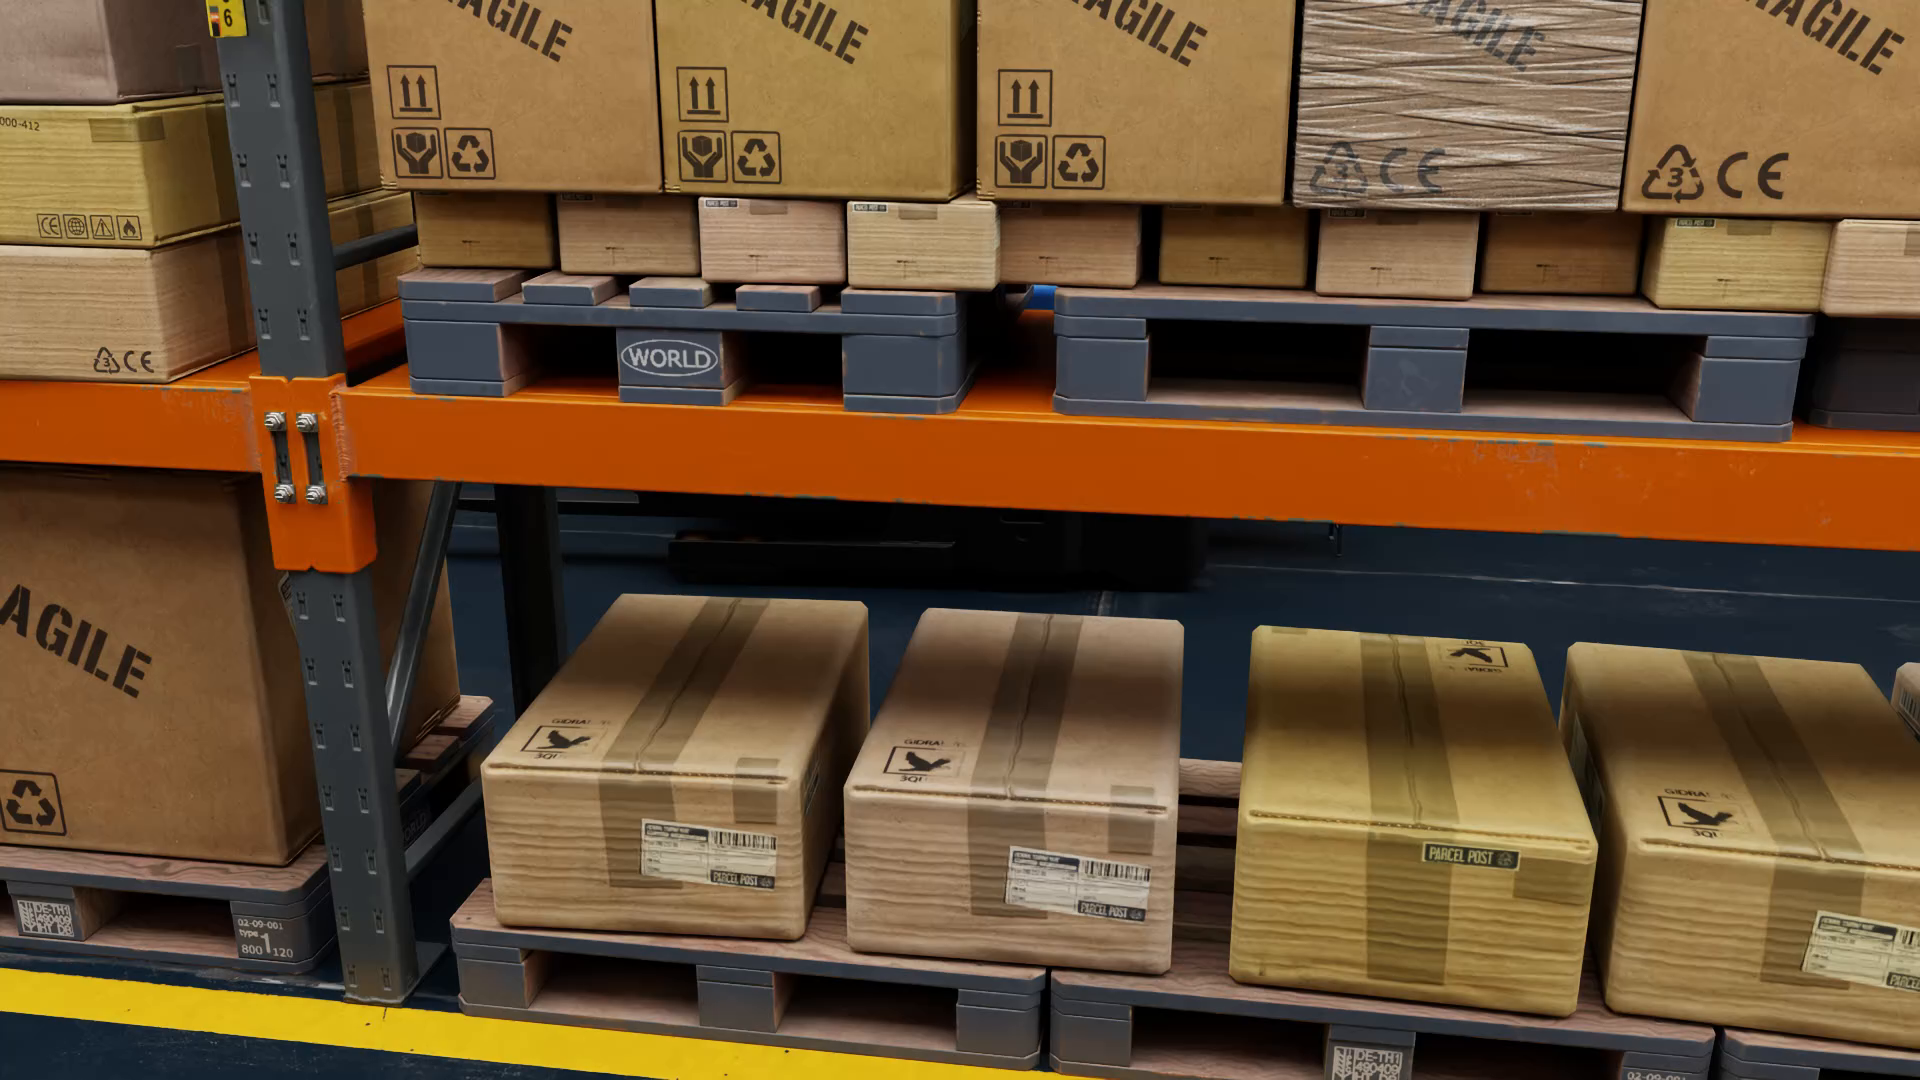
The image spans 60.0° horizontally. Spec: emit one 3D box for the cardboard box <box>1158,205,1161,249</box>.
[{"bbox_3d":[0.510,-0.689,3.368,0.250,0.149,0.380,3,19,9],"label":"cardboard box"}]

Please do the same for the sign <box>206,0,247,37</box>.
[{"bbox_3d":[-1.217,-0.993,2.718,0.005,0.325,0.100,3,19,9],"label":"sign"}]

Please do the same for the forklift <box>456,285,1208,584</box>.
[{"bbox_3d":[-0.621,-1.405,5.882,3.031,2.935,1.130,1,19,4],"label":"forklift"}]

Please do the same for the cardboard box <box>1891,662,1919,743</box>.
[{"bbox_3d":[2.299,0.605,3.247,0.625,0.372,0.950,3,19,9],"label":"cardboard box"}]

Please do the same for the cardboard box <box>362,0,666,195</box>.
[{"bbox_3d":[-0.725,-0.910,3.008,0.500,0.500,0.500,2,19,7],"label":"cardboard box"}]

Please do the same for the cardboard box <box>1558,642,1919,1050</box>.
[{"bbox_3d":[1.589,0.570,3.352,0.625,0.372,0.950,4,19,12],"label":"cardboard box"}]

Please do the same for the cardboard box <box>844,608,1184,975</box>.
[{"bbox_3d":[0.154,0.495,3.575,0.625,0.372,0.950,3,19,8],"label":"cardboard box"}]

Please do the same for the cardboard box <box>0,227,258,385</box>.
[{"bbox_3d":[-1.673,-0.491,3.279,0.500,0.250,0.500,2,19,7],"label":"cardboard box"}]

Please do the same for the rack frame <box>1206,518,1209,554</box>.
[{"bbox_3d":[0.917,-0.557,6.076,0.015,1.200,0.240,1,19,4],"label":"rack frame"}]

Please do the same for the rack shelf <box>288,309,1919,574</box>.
[{"bbox_3d":[0.843,-0.176,3.235,4.000,0.370,1.077,3,19,9],"label":"rack shelf"}]

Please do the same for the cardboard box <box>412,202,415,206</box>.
[{"bbox_3d":[-3.130,-1.742,9.037,0.250,0.149,0.380,2,19,6],"label":"cardboard box"}]

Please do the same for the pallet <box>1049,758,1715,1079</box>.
[{"bbox_3d":[0.840,0.807,3.560,1.213,0.211,1.003,3,19,9],"label":"pallet"}]

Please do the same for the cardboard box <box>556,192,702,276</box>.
[{"bbox_3d":[-0.567,-0.598,3.098,0.250,0.149,0.380,2,19,5],"label":"cardboard box"}]

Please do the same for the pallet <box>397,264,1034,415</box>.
[{"bbox_3d":[-0.412,-0.524,3.445,1.003,0.211,1.213,3,19,9],"label":"pallet"}]

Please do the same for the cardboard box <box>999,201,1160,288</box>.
[{"bbox_3d":[0.215,-0.562,2.990,0.250,0.149,0.380,4,19,12],"label":"cardboard box"}]

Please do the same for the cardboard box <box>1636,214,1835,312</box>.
[{"bbox_3d":[1.260,-0.492,2.779,0.250,0.149,0.380,3,19,9],"label":"cardboard box"}]

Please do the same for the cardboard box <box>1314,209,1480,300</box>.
[{"bbox_3d":[0.747,-0.527,2.884,0.250,0.149,0.380,4,19,10],"label":"cardboard box"}]

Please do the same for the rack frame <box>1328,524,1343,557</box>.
[{"bbox_3d":[1.403,-0.545,6.042,0.015,1.200,0.240,1,19,4],"label":"rack frame"}]

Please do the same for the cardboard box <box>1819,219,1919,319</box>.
[{"bbox_3d":[1.496,-0.468,2.709,0.250,0.149,0.380,3,19,9],"label":"cardboard box"}]

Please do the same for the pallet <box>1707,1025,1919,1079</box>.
[{"bbox_3d":[2.048,0.867,3.379,1.213,0.211,1.003,3,19,9],"label":"pallet"}]

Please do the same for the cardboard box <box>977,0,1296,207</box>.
[{"bbox_3d":[0.316,-0.862,2.863,0.500,0.500,0.500,3,19,10],"label":"cardboard box"}]

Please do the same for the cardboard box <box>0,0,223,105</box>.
[{"bbox_3d":[-1.684,-1.083,3.080,0.500,0.500,0.500,2,19,7],"label":"cardboard box"}]

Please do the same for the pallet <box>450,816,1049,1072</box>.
[{"bbox_3d":[-0.361,0.744,3.746,1.213,0.211,1.003,3,19,9],"label":"pallet"}]

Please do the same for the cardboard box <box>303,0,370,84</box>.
[{"bbox_3d":[-1.580,-1.241,3.551,0.500,0.500,0.500,2,19,7],"label":"cardboard box"}]

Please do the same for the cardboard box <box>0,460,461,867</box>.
[{"bbox_3d":[-1.801,0.130,3.874,0.875,0.875,0.875,3,19,8],"label":"cardboard box"}]

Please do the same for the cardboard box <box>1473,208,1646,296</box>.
[{"bbox_3d":[1.017,-0.537,2.915,0.250,0.149,0.380,2,19,7],"label":"cardboard box"}]

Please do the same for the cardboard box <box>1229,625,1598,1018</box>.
[{"bbox_3d":[0.902,0.535,3.455,0.625,0.372,0.950,4,19,10],"label":"cardboard box"}]

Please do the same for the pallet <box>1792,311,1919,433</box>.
[{"bbox_3d":[2.086,-0.409,3.102,1.213,0.211,1.003,3,19,9],"label":"pallet"}]

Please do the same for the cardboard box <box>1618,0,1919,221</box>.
[{"bbox_3d":[1.326,-0.808,2.702,0.500,0.500,0.500,4,19,11],"label":"cardboard box"}]

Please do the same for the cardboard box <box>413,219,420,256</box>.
[{"bbox_3d":[-2.687,-1.548,8.458,0.250,0.149,0.380,4,19,11],"label":"cardboard box"}]

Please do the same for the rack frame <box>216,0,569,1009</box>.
[{"bbox_3d":[-1.132,-0.618,3.422,0.127,3.000,1.000,3,19,9],"label":"rack frame"}]

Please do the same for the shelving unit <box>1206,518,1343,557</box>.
[{"bbox_3d":[1.160,-0.551,6.059,0.503,1.200,0.258,1,19,4],"label":"shelving unit"}]

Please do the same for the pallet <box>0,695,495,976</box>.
[{"bbox_3d":[-1.899,0.641,4.054,1.213,0.211,1.003,3,19,9],"label":"pallet"}]

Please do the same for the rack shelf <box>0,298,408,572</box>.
[{"bbox_3d":[-3.107,-0.377,3.837,4.000,0.370,1.077,3,19,9],"label":"rack shelf"}]

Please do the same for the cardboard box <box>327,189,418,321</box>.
[{"bbox_3d":[-1.575,-0.650,3.755,0.500,0.250,0.500,3,19,8],"label":"cardboard box"}]

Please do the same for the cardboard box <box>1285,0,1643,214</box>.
[{"bbox_3d":[0.809,-0.834,2.780,0.500,0.500,0.500,2,19,7],"label":"cardboard box"}]

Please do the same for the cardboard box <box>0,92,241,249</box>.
[{"bbox_3d":[-1.651,-0.728,3.201,0.500,0.250,0.500,3,19,8],"label":"cardboard box"}]

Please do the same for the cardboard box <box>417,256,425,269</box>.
[{"bbox_3d":[-2.837,-1.243,8.568,0.500,0.500,0.500,2,19,7],"label":"cardboard box"}]

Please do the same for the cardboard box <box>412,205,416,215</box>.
[{"bbox_3d":[-2.866,-1.711,8.945,0.250,0.149,0.380,3,19,10],"label":"cardboard box"}]

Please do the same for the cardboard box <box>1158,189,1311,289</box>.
[{"bbox_3d":[0.500,-0.560,2.984,0.250,0.149,0.380,4,19,11],"label":"cardboard box"}]

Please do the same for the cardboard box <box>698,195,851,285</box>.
[{"bbox_3d":[-0.304,-0.570,3.014,0.250,0.149,0.380,2,19,5],"label":"cardboard box"}]

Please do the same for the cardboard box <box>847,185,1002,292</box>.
[{"bbox_3d":[-0.036,-0.550,2.953,0.250,0.149,0.380,3,19,9],"label":"cardboard box"}]

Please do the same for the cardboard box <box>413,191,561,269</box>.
[{"bbox_3d":[-0.841,-0.623,3.172,0.250,0.149,0.380,2,19,5],"label":"cardboard box"}]

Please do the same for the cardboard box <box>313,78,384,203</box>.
[{"bbox_3d":[-1.593,-0.887,3.674,0.500,0.250,0.500,3,19,8],"label":"cardboard box"}]

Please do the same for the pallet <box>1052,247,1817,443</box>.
[{"bbox_3d":[0.829,-0.440,3.193,1.213,0.211,1.003,3,19,9],"label":"pallet"}]

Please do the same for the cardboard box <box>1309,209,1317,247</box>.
[{"bbox_3d":[0.771,-0.702,3.407,0.250,0.149,0.380,2,19,7],"label":"cardboard box"}]

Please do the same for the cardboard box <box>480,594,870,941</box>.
[{"bbox_3d":[-0.576,0.461,3.678,0.625,0.372,0.950,2,19,5],"label":"cardboard box"}]

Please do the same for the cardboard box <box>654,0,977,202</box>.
[{"bbox_3d":[-0.209,-0.886,2.936,0.500,0.500,0.500,4,19,11],"label":"cardboard box"}]

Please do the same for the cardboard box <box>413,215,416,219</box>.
[{"bbox_3d":[-2.931,-1.561,8.498,0.250,0.149,0.380,3,19,9],"label":"cardboard box"}]
